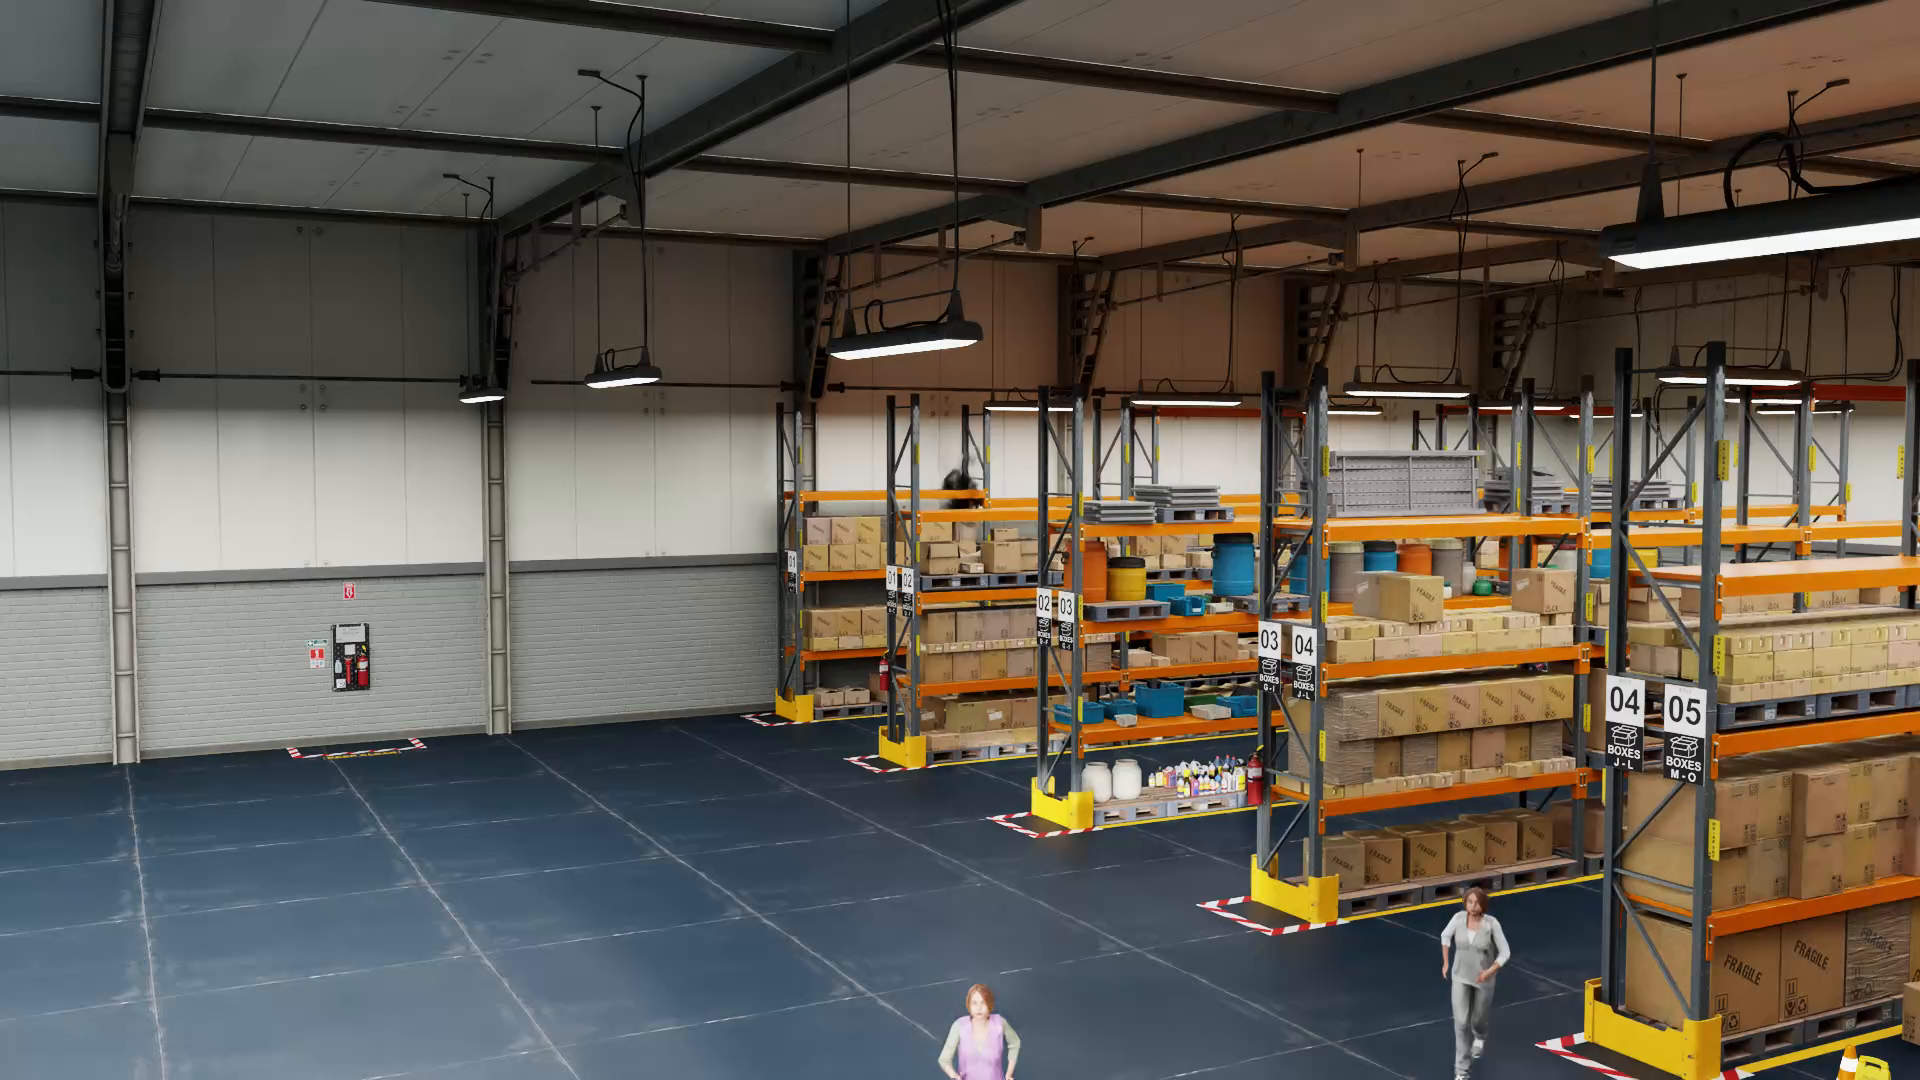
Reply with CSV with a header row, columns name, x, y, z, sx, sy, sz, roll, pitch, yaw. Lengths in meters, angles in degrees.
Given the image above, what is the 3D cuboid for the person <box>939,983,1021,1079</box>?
name,x,y,z,sx,sy,sz,roll,pitch,yaw
person,0.131,3.729,11.080,0.545,1.592,0.885,0,3,3

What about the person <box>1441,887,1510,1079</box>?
name,x,y,z,sx,sy,sz,roll,pitch,yaw
person,4.191,3.604,13.556,0.557,1.602,0.848,1,4,23
